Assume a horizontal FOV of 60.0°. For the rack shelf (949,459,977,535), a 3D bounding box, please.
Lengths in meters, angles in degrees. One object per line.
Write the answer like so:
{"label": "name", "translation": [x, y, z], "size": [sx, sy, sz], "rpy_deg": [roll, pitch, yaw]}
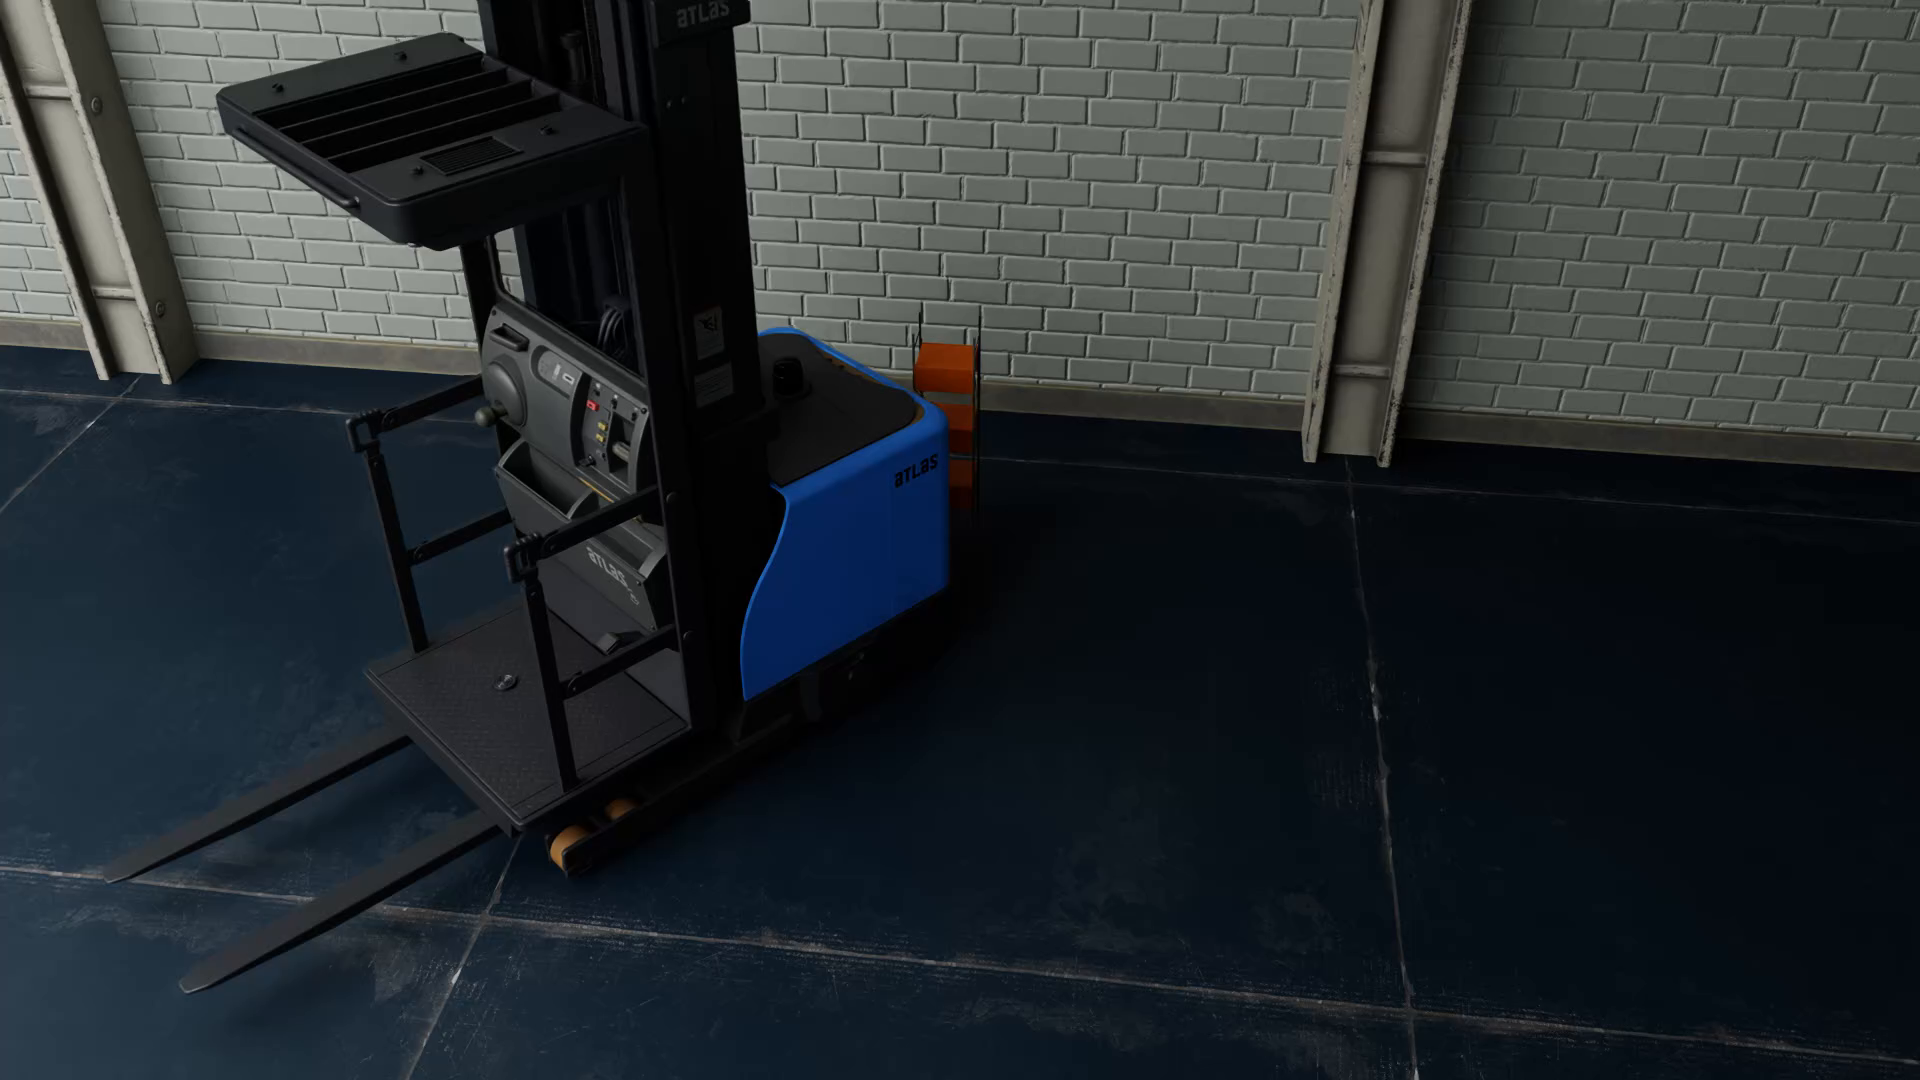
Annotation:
{"label": "rack shelf", "translation": [-0.053, -0.196, 7.118], "size": [0.240, 0.259, 0.215], "rpy_deg": [4, 36, 6]}

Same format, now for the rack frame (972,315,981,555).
{"label": "rack frame", "translation": [0.068, -0.422, 6.938], "size": [0.008, 1.050, 0.200], "rpy_deg": [4, 36, 6]}

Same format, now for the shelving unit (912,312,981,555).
{"label": "shelving unit", "translation": [-0.053, -0.431, 6.951], "size": [0.252, 1.050, 0.215], "rpy_deg": [4, 36, 6]}

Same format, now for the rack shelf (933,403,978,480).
{"label": "rack shelf", "translation": [-0.053, -0.423, 6.957], "size": [0.240, 0.259, 0.215], "rpy_deg": [4, 36, 6]}

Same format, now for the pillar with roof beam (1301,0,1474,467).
{"label": "pillar with roof beam", "translation": [1.274, -1.623, 1.777], "size": [0.400, 9.000, 9.100], "rpy_deg": [4, 36, 6]}

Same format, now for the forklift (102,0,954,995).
{"label": "forklift", "translation": [-1.441, -0.400, 5.288], "size": [3.031, 2.935, 1.130], "rpy_deg": [-29, 45, -34]}

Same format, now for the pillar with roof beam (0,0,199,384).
{"label": "pillar with roof beam", "translation": [-4.677, -2.067, 2.399], "size": [0.400, 9.000, 9.100], "rpy_deg": [4, 36, 6]}

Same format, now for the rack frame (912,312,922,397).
{"label": "rack frame", "translation": [-0.174, -0.440, 6.963], "size": [0.008, 1.050, 0.200], "rpy_deg": [4, 36, 6]}

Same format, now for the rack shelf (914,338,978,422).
{"label": "rack shelf", "translation": [-0.053, -0.654, 6.792], "size": [0.240, 0.259, 0.215], "rpy_deg": [4, 36, 6]}
